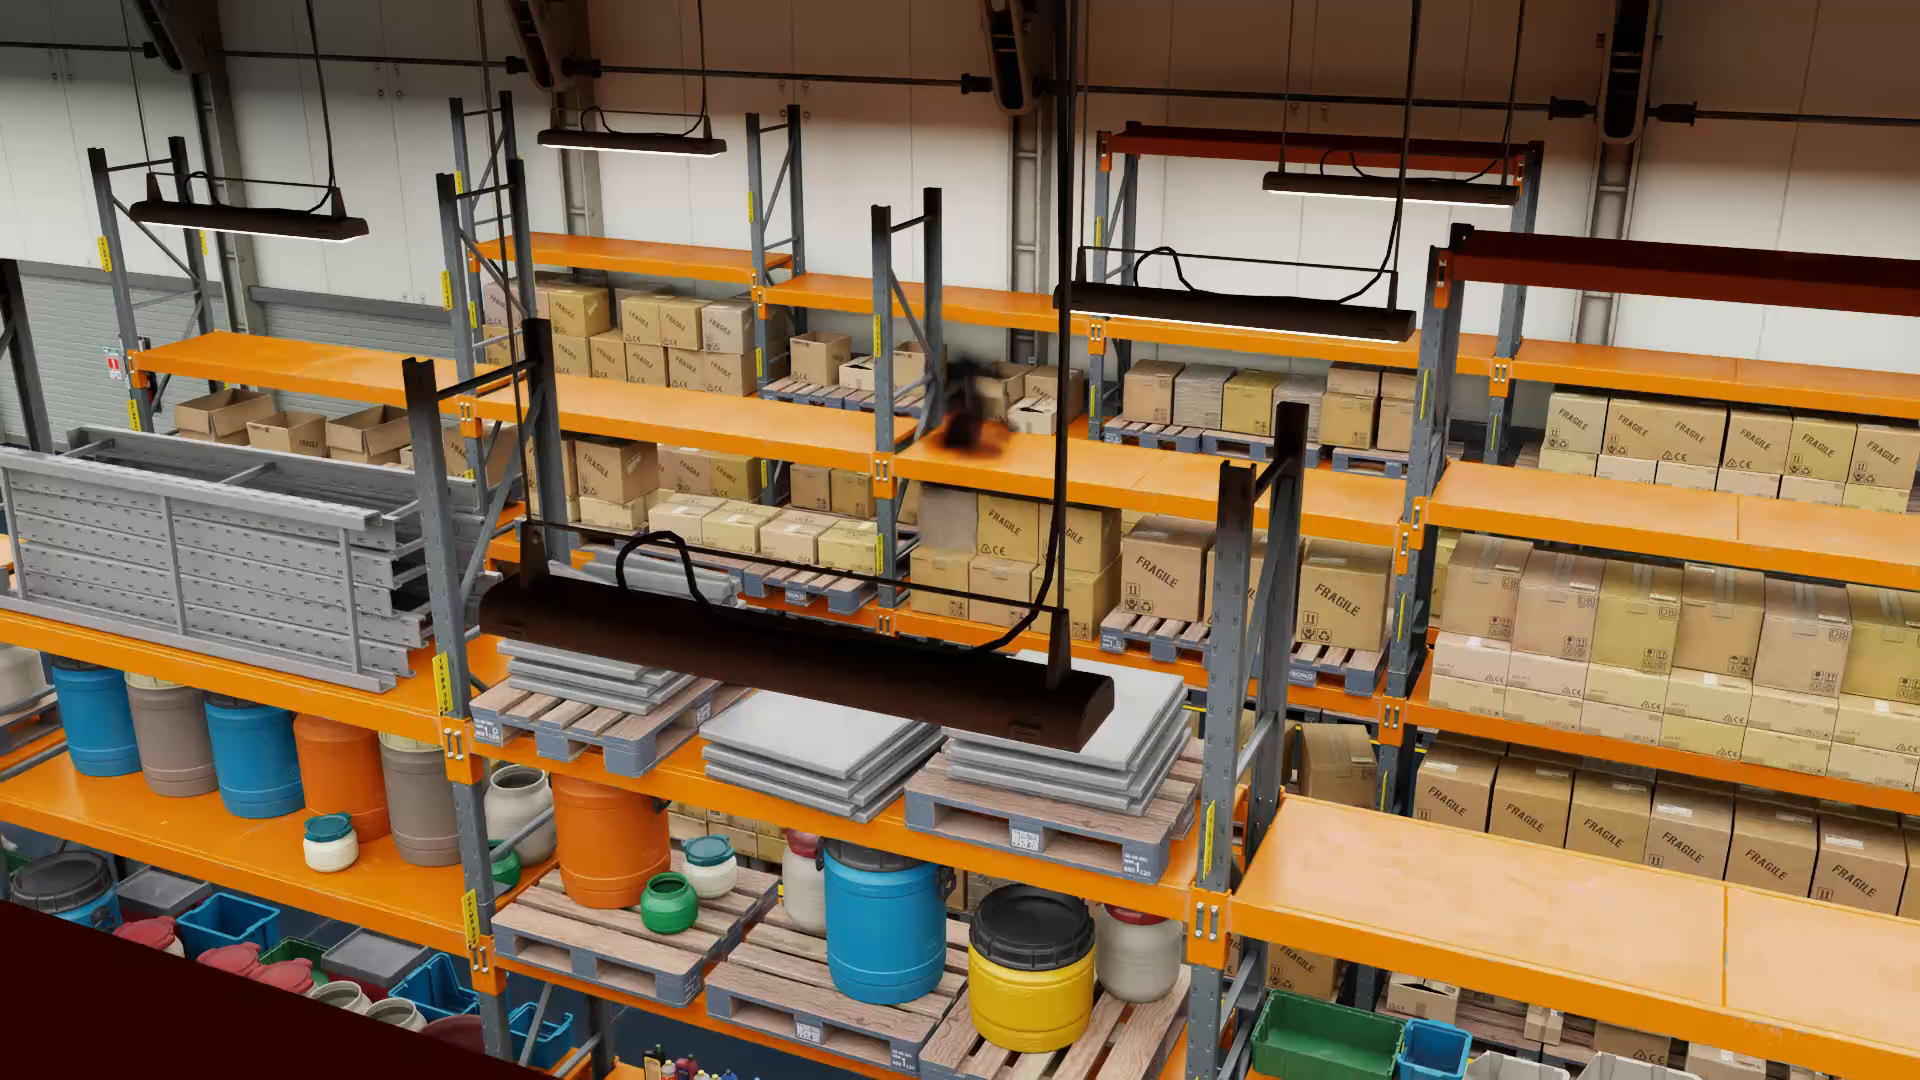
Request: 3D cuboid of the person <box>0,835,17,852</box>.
[{"bbox_3d":[-8.640,2.250,14.319,0.568,1.683,0.679,3,21,8],"label":"person"}]
